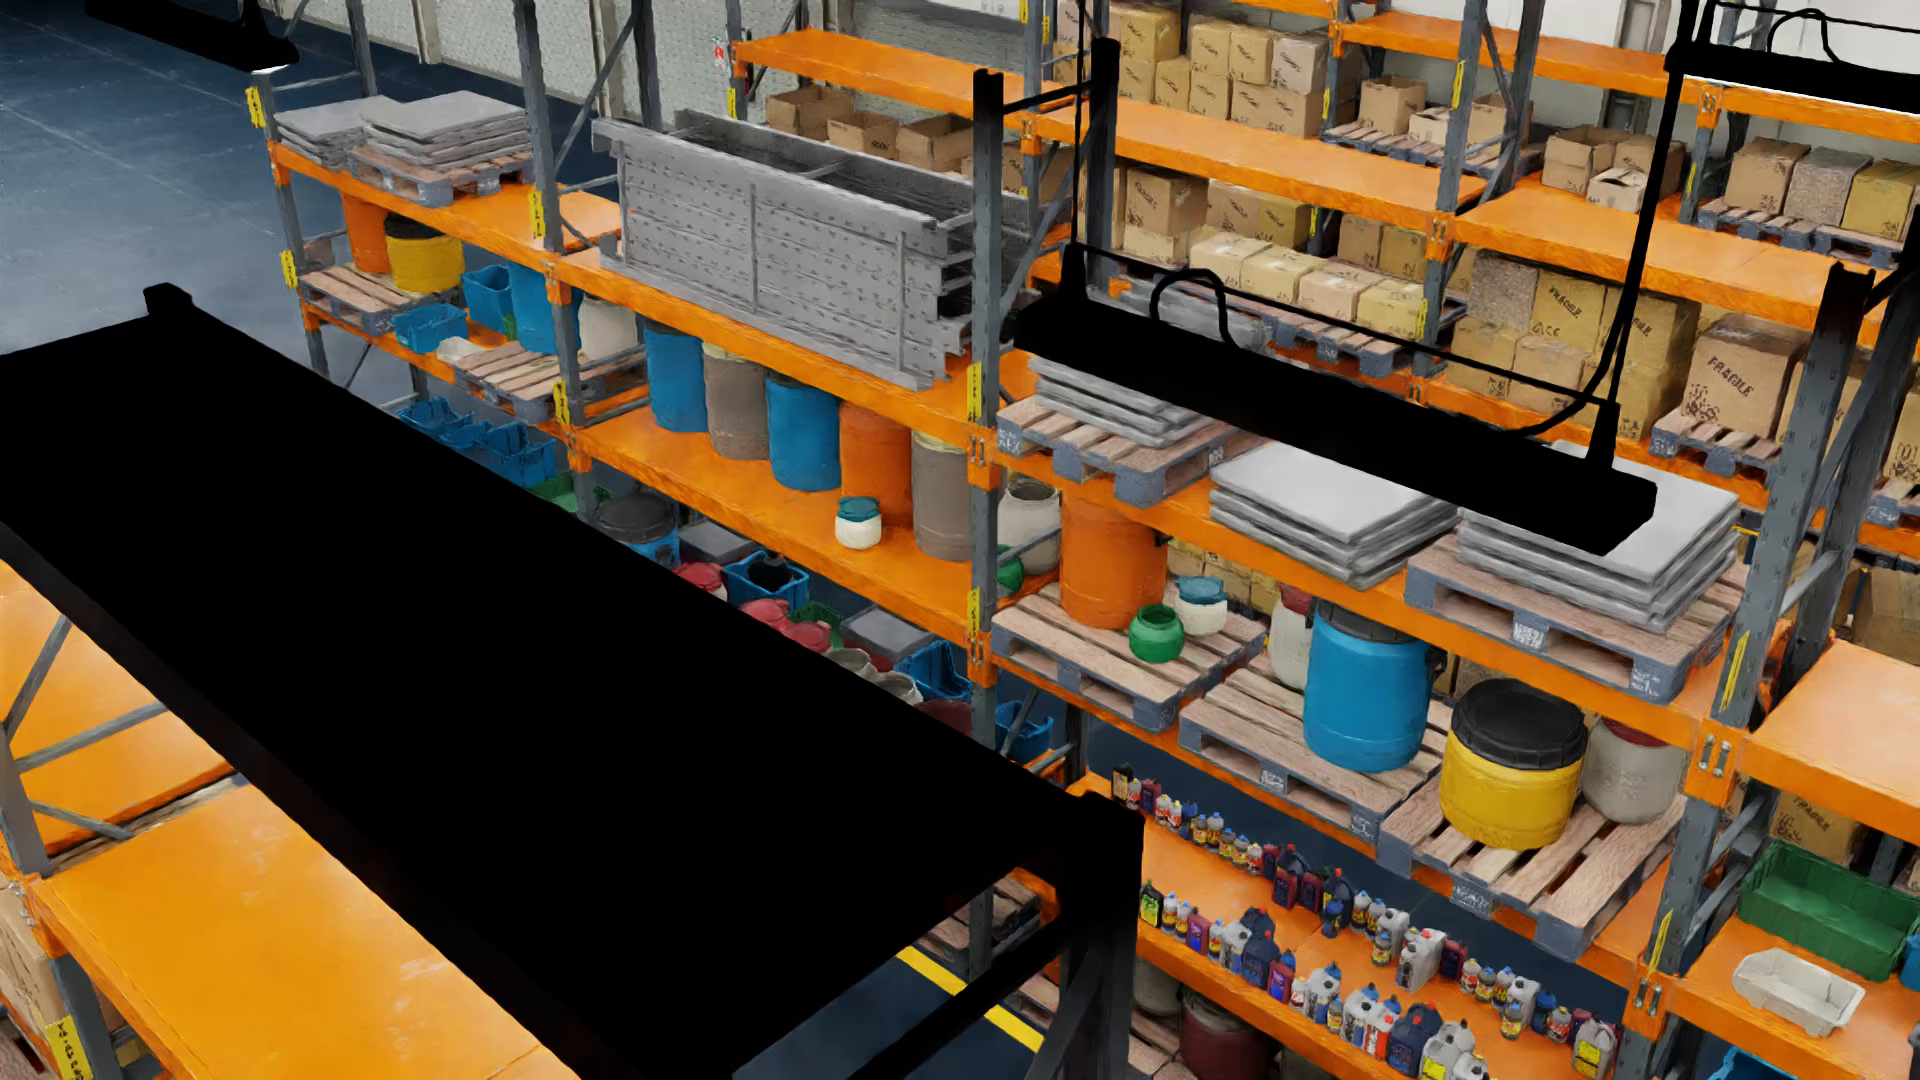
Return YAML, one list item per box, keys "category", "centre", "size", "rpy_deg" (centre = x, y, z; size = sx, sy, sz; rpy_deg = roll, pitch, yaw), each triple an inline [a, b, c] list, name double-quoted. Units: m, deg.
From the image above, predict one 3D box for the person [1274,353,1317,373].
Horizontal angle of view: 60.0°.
- category: "person"
  centre: [3.371, -1.502, 17.138]
  size: [1.044, 1.736, 0.564]
  rpy_deg: [24, 37, 36]

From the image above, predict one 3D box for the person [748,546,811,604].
- category: "person"
  centre: [-1.409, 0.705, 12.832]
  size: [0.604, 1.720, 0.481]
  rpy_deg: [12, 31, 20]
